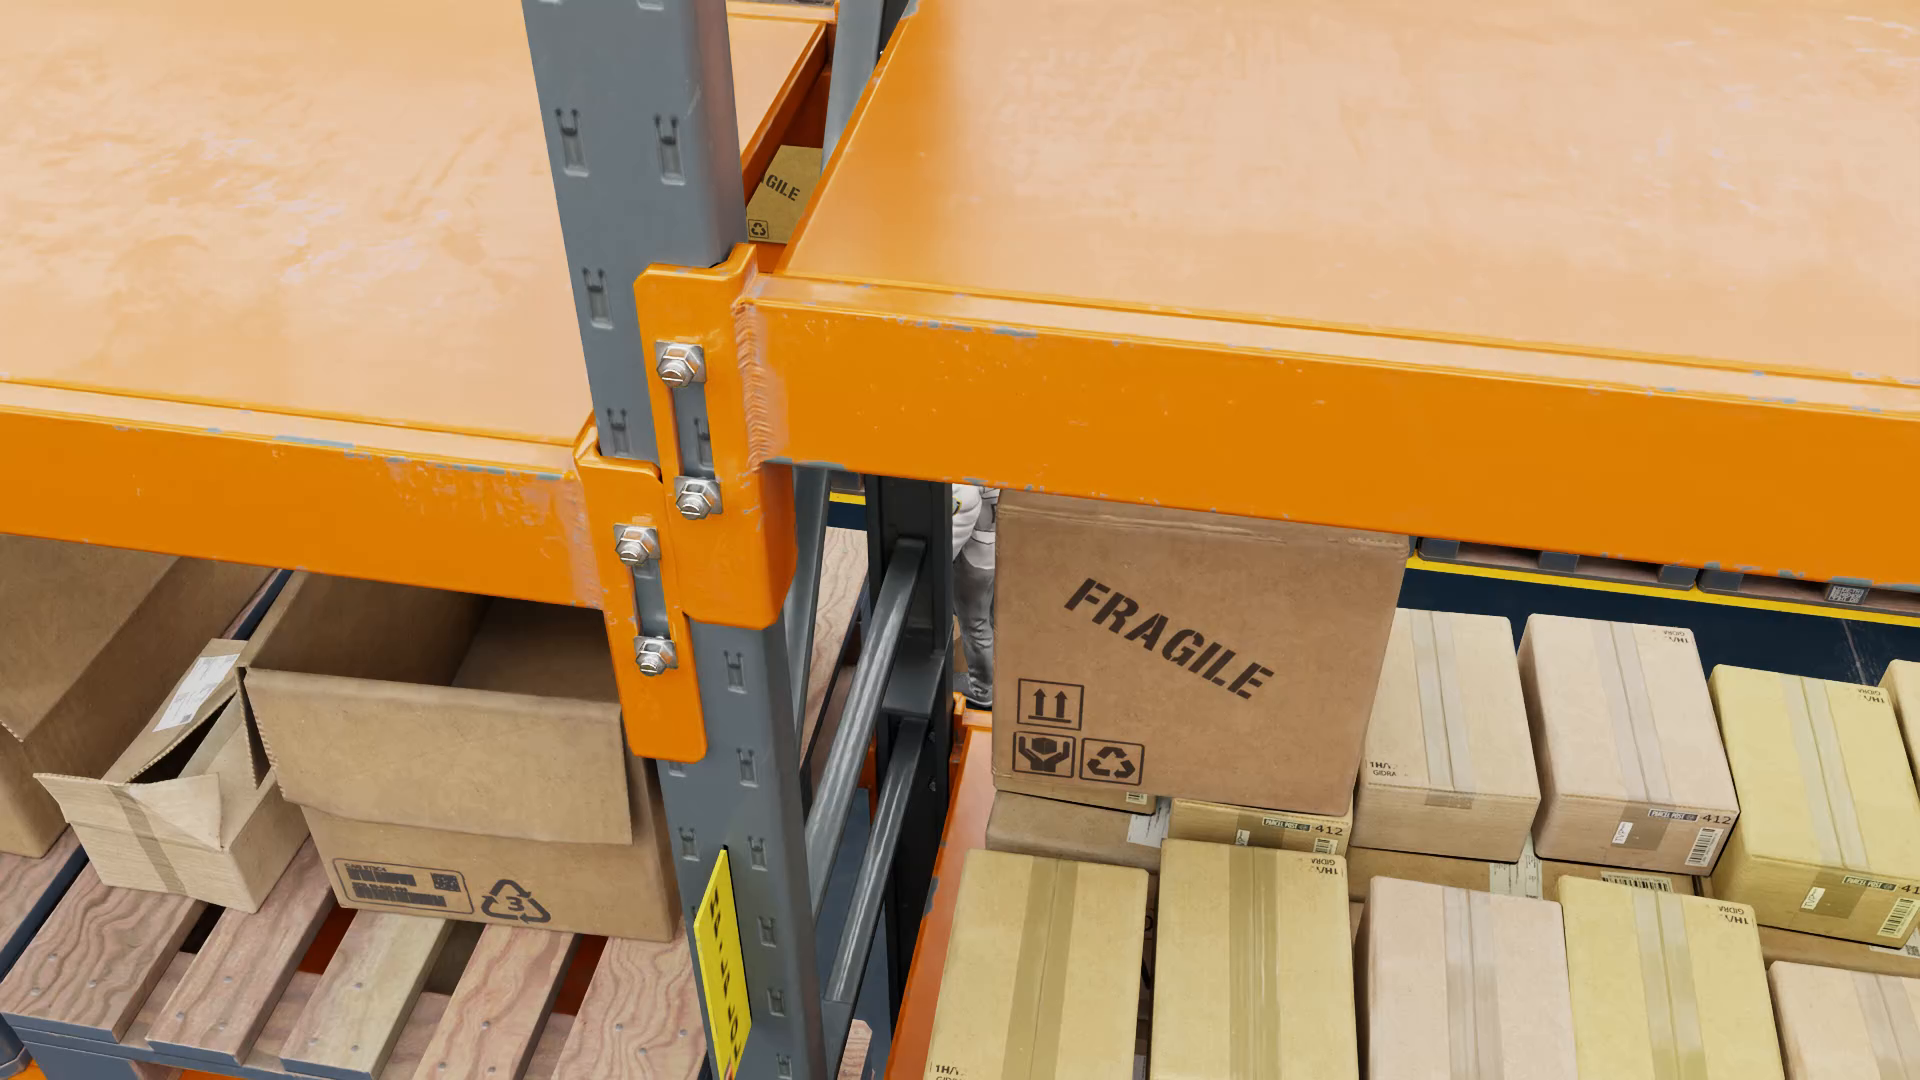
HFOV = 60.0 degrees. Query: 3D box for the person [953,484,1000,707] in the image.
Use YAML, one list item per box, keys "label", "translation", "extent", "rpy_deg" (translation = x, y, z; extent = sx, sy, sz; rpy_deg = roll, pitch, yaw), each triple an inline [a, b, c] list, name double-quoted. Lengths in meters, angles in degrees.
- label: "person"
  translation: [0.049, -0.018, 6.368]
  extent: [0.530, 1.694, 0.587]
  rpy_deg: [31, 50, 31]
